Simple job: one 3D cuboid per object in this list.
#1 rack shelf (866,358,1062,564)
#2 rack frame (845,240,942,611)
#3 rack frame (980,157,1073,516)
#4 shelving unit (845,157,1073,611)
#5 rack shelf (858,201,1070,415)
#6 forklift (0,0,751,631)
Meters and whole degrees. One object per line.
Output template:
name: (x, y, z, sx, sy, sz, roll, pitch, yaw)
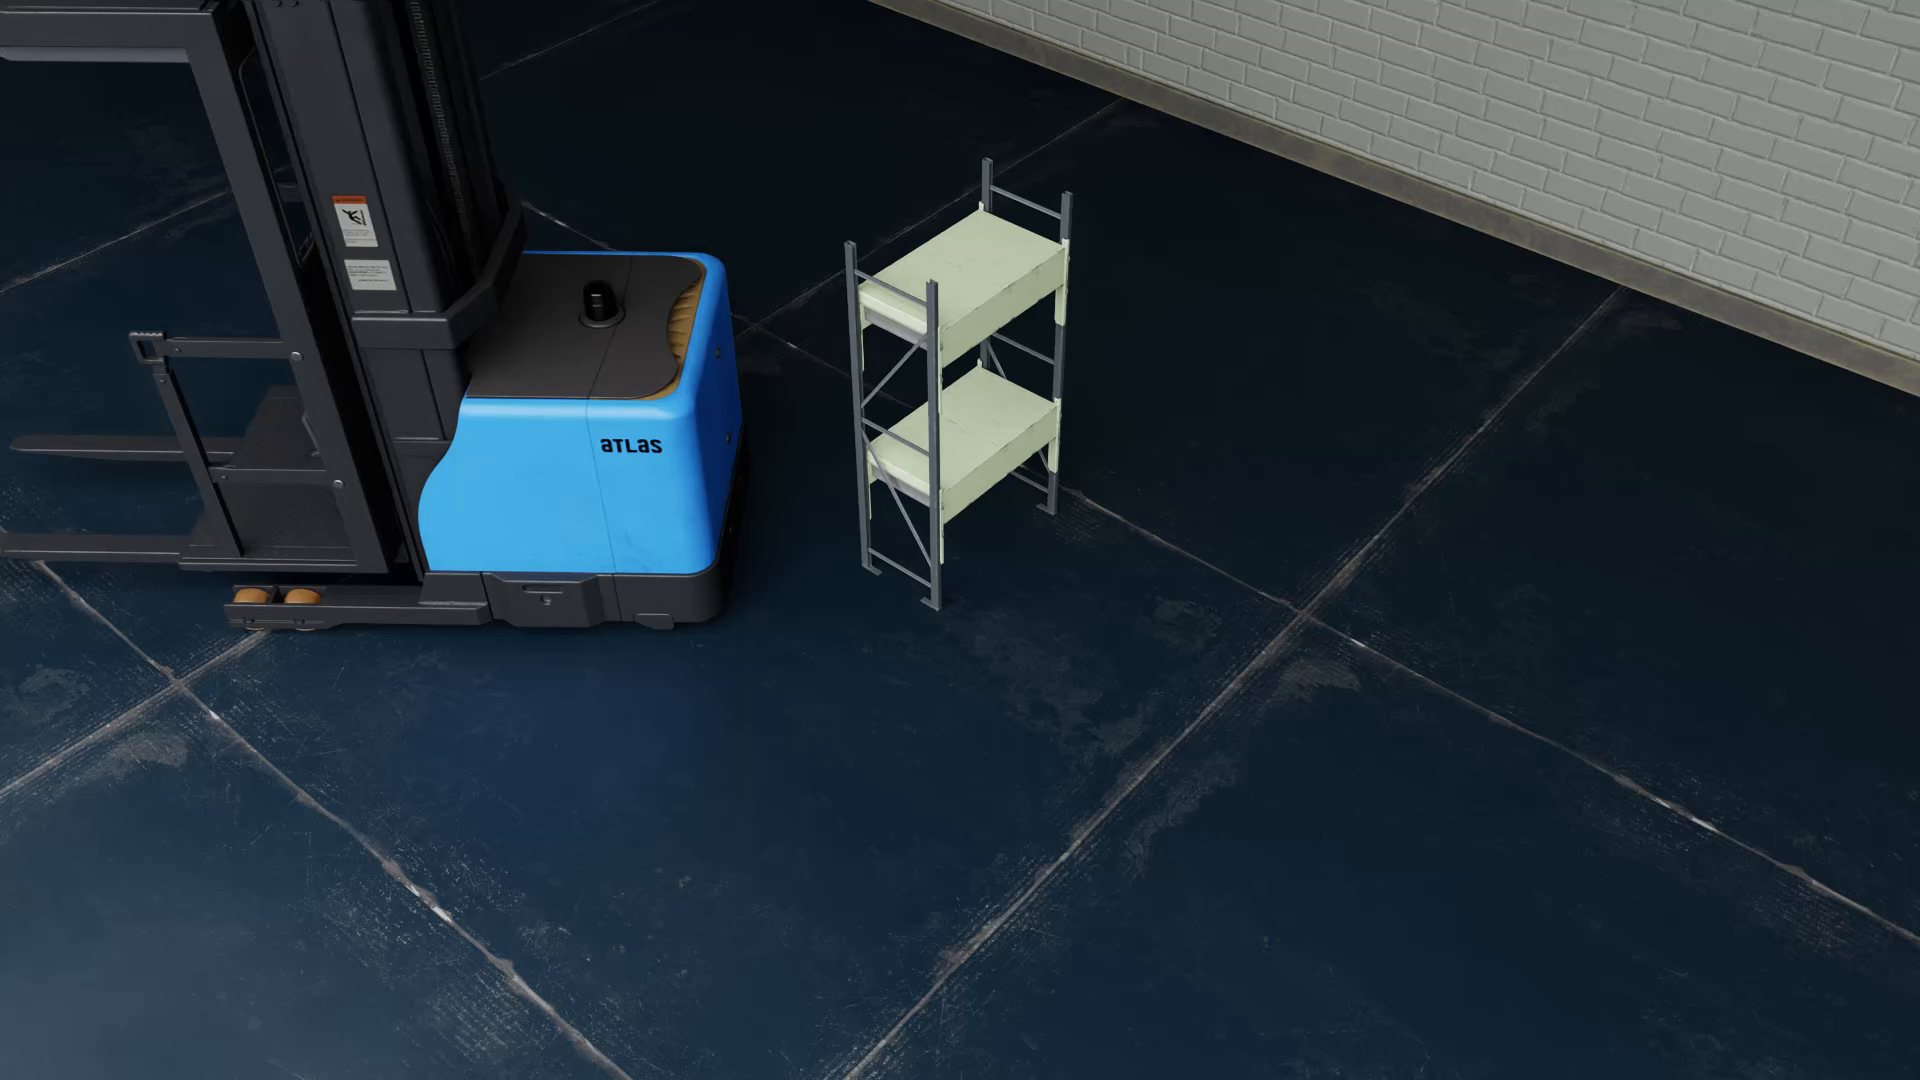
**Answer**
rack shelf: (0.004, -0.317, 6.469, 0.431, 0.370, 0.720, 29, 50, 28)
rack frame: (-0.231, -0.370, 6.042, 0.400, 1.500, 0.023, 29, 50, 28)
rack frame: (0.240, -0.747, 6.457, 0.400, 1.500, 0.023, 29, 50, 28)
shelving unit: (0.004, -0.558, 6.249, 0.431, 1.500, 0.755, 29, 50, 28)
rack shelf: (0.004, -0.847, 5.987, 0.431, 0.370, 0.720, 29, 50, 28)
forklift: (-2.406, -1.092, 5.773, 3.031, 2.935, 1.130, 1, 42, 1)
